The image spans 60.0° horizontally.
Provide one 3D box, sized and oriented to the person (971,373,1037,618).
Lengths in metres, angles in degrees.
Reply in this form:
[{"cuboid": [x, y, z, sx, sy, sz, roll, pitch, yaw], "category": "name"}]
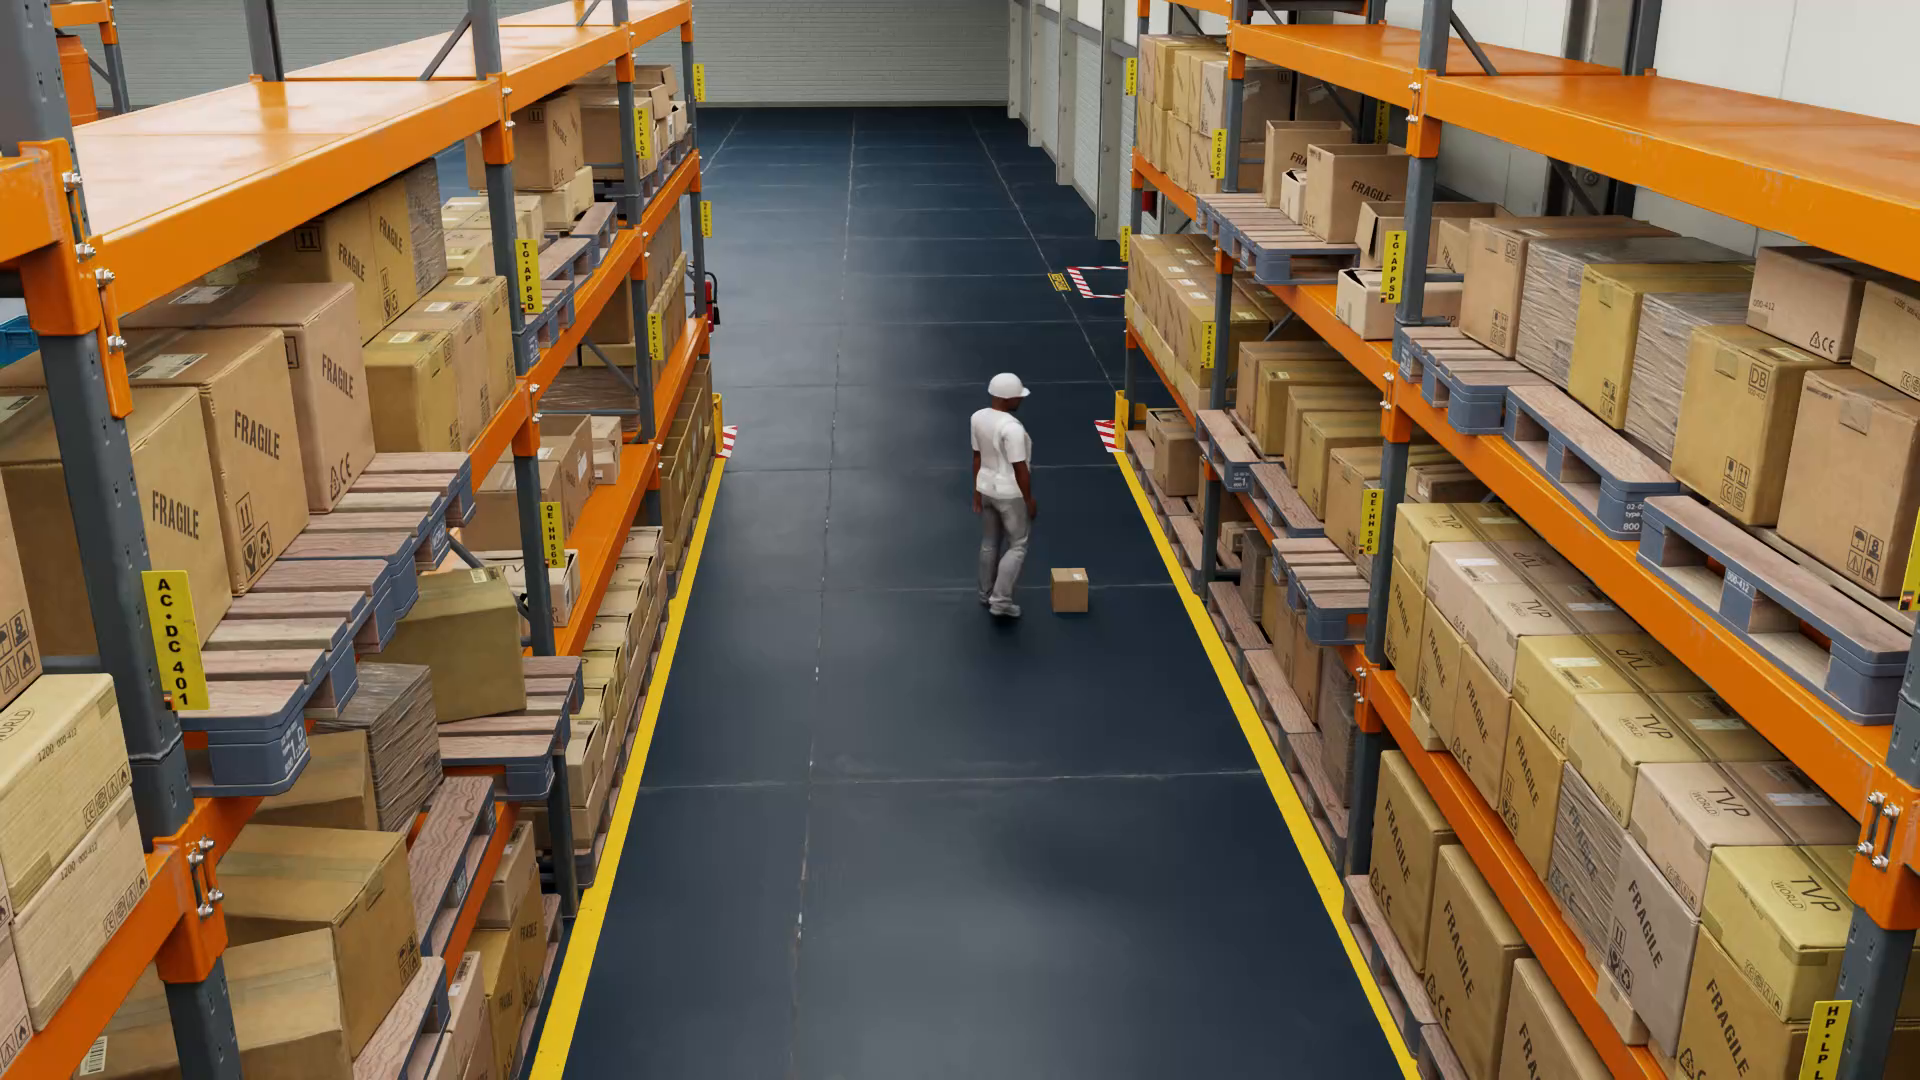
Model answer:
[{"cuboid": [0.308, -0.333, 11.858, 0.461, 1.769, 0.557, -13, 24, -32], "category": "person"}]
